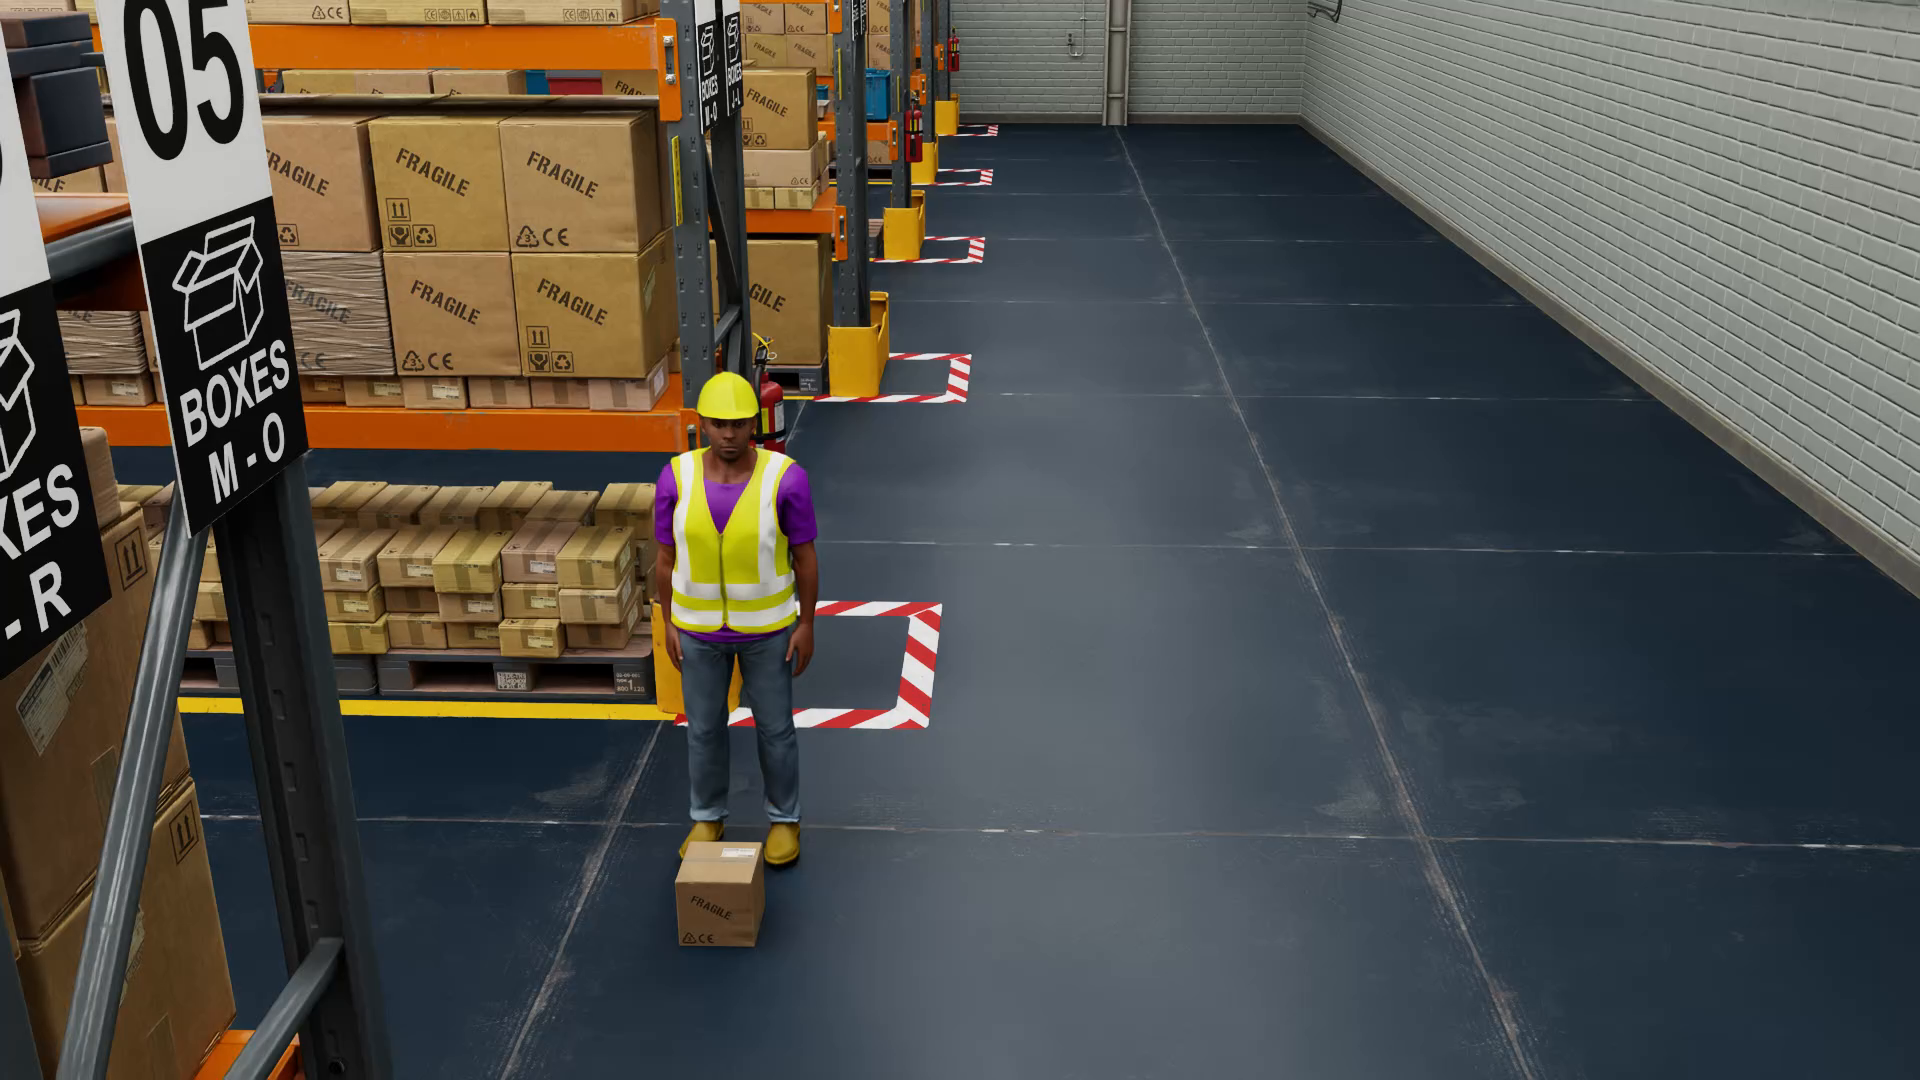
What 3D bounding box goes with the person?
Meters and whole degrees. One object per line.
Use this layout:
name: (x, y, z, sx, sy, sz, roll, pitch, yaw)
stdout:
person: (-0.769, 0.290, 5.756, 0.562, 1.767, 0.359, 1, 21, 2)
